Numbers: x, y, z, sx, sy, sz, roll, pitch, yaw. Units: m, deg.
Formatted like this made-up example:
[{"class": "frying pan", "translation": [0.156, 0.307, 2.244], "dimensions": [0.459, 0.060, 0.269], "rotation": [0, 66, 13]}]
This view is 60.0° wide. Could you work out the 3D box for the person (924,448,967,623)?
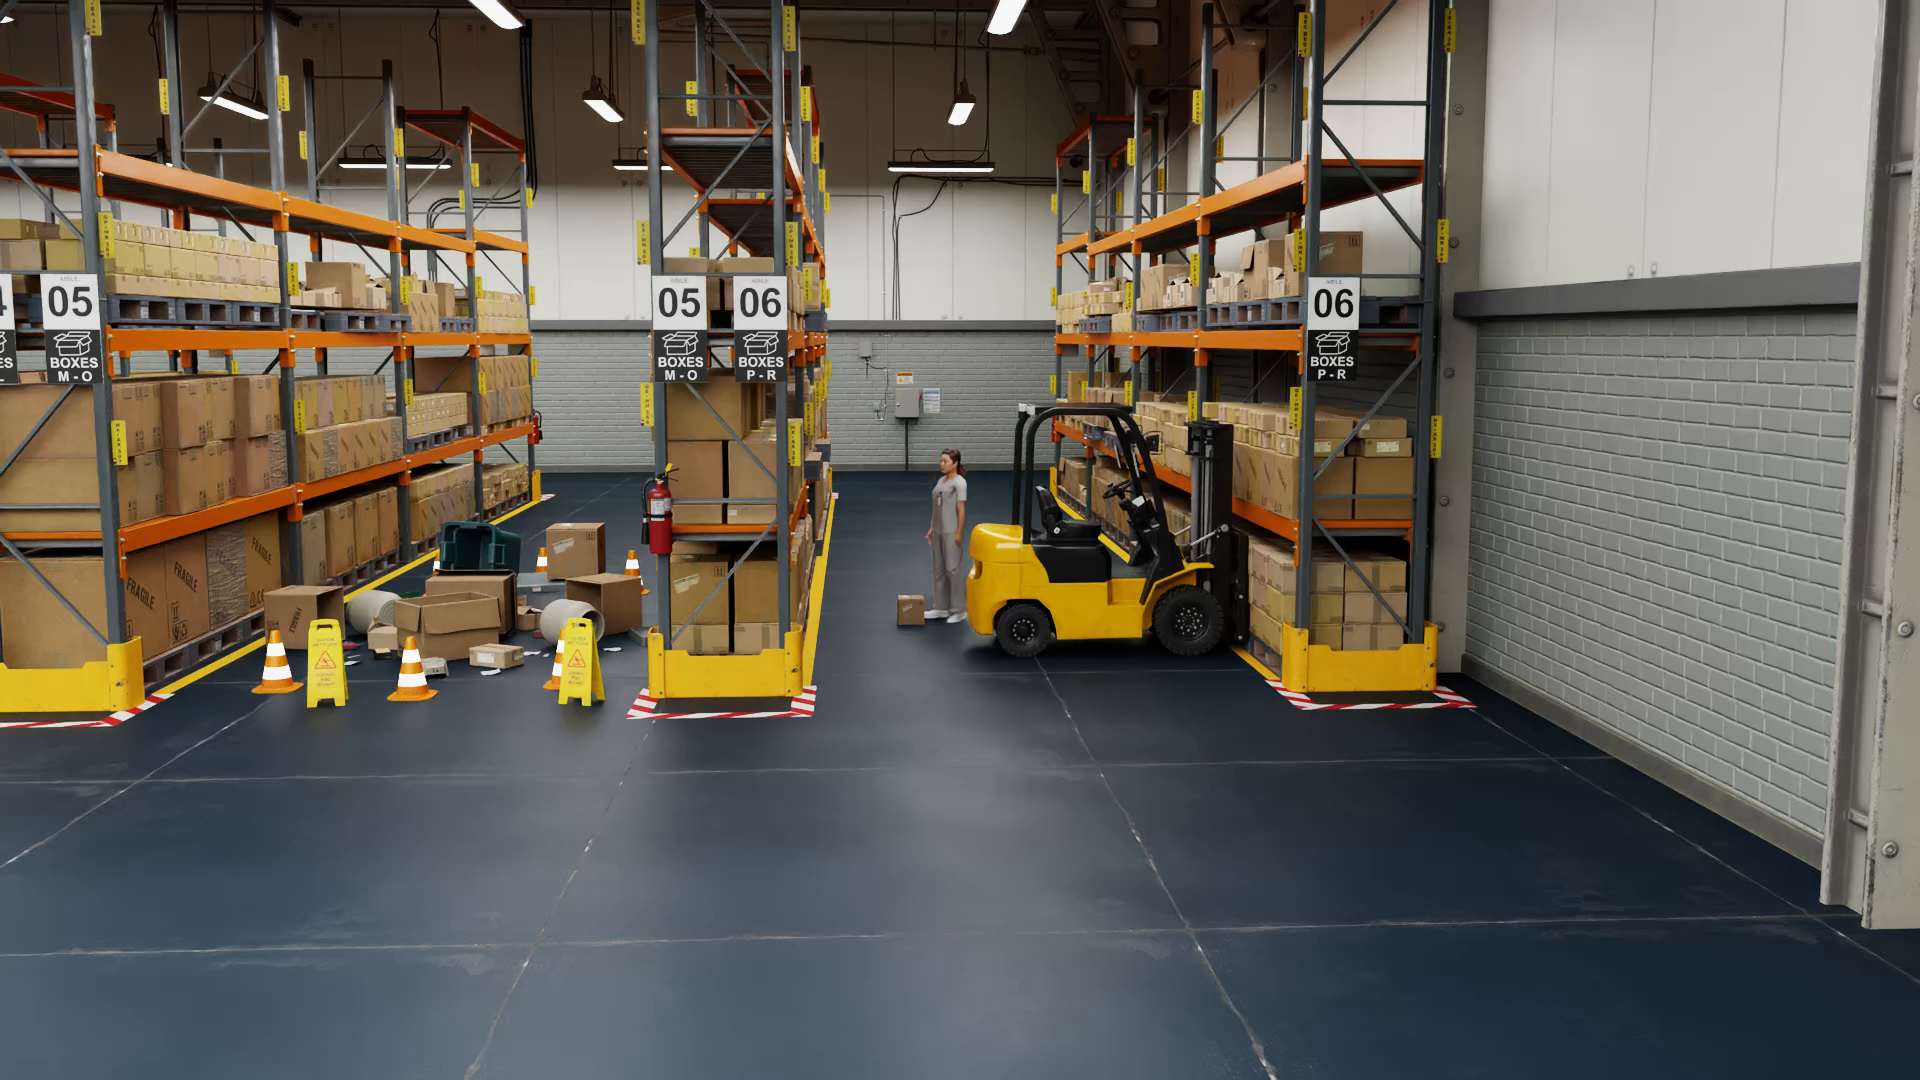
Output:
[{"class": "person", "translation": [-0.127, -0.034, 16.210], "dimensions": [0.429, 1.719, 0.448], "rotation": [-4, 8, -32]}]
